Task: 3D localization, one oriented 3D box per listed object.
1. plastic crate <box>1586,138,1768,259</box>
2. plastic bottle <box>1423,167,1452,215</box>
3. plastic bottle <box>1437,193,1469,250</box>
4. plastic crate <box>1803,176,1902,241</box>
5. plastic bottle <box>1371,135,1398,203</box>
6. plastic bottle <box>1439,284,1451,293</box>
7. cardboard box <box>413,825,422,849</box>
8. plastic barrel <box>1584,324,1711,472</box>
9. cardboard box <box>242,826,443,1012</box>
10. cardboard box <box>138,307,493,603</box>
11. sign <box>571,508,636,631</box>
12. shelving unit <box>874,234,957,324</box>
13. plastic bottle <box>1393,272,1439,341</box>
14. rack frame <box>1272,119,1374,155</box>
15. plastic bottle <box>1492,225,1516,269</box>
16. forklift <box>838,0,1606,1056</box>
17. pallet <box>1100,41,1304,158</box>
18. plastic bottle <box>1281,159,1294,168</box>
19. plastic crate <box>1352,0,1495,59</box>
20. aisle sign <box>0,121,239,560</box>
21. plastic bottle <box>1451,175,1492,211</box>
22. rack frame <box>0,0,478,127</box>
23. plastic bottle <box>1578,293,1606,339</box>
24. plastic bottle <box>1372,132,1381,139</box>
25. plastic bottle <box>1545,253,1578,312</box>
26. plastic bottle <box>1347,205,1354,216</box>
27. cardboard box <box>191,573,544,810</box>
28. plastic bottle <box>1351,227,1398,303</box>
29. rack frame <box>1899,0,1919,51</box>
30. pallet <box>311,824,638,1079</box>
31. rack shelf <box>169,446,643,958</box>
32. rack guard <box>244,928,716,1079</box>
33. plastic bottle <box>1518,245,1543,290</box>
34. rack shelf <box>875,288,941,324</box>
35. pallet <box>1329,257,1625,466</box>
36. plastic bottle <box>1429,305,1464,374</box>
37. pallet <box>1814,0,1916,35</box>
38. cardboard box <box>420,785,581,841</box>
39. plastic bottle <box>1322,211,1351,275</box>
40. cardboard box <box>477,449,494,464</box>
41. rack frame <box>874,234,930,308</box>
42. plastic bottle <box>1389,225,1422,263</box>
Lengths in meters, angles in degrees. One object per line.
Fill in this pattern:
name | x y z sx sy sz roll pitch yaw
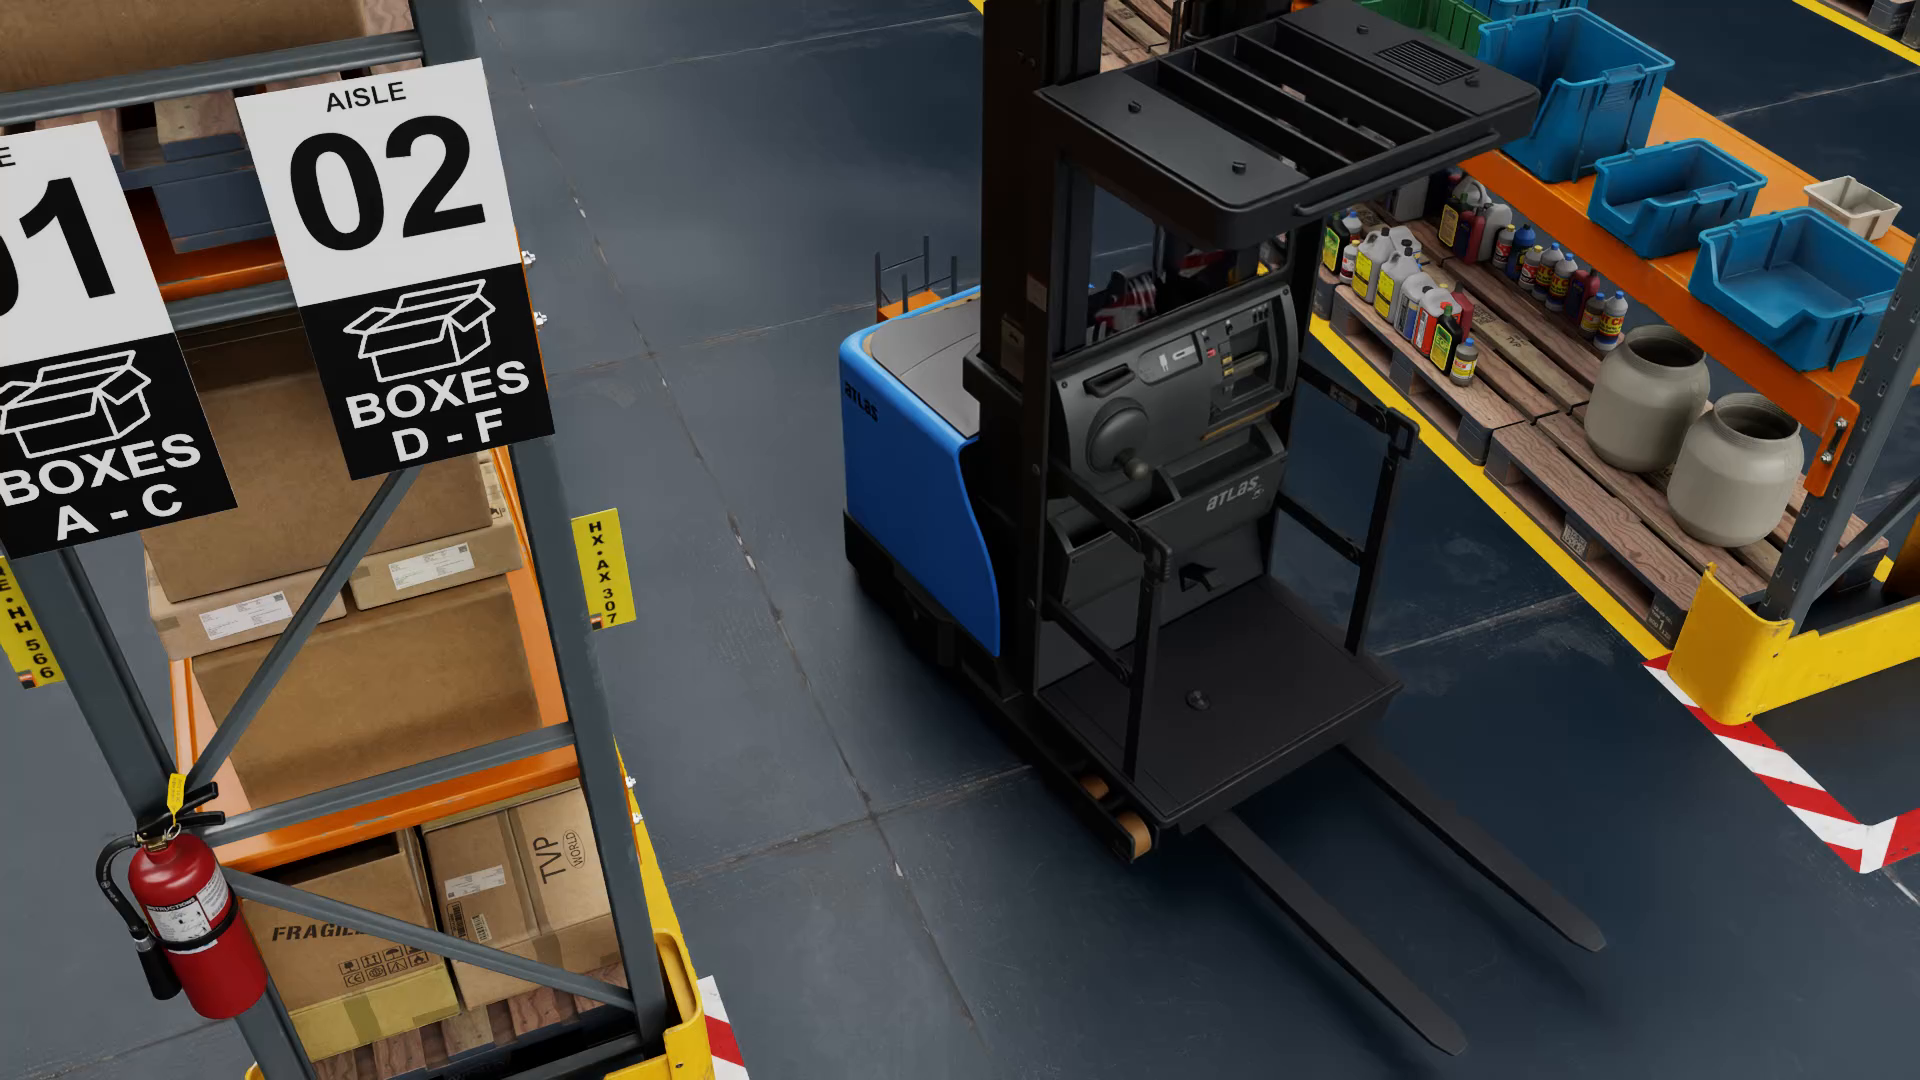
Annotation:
plastic crate | 2.572 -1.235 6.000 0.499 0.251 0.408 -15 43 -17
plastic bottle | 2.339 -1.813 8.252 0.144 0.351 0.185 -17 44 -19
plastic bottle | 2.378 -1.552 8.000 0.061 0.283 0.133 -15 43 -17
plastic crate | 3.238 -1.192 6.037 0.298 0.136 0.250 -15 43 -17
plastic bottle | 2.132 -1.892 8.344 0.144 0.351 0.185 -15 43 -17
plastic bottle | 2.159 -1.060 7.491 0.097 0.201 0.097 0 41 0
cardboard box | -1.975 0.897 5.193 0.500 0.250 0.500 -15 43 -17
plastic barrel | 2.769 -0.568 6.695 0.421 0.512 0.421 0 41 0
cardboard box | -1.775 0.911 4.601 0.500 0.500 0.500 -15 43 -17
cardboard box | -1.482 -0.285 3.709 0.700 0.500 0.500 -15 43 -17
sign | -0.780 0.068 3.646 0.100 0.325 0.005 -15 43 -17
shelving unit | -0.164 -0.599 6.526 0.258 1.200 0.189 -25 46 -26
plastic bottle | 2.051 -1.046 7.417 0.152 0.276 0.135 -16 43 -18
rack frame | 1.753 -3.082 8.033 1.000 3.000 0.127 -15 43 -17
plastic bottle | 2.591 -1.398 7.884 0.097 0.201 0.097 0 41 0
forklift | 0.804 -0.413 4.983 1.130 2.935 3.031 -25 46 -26
pallet | 1.416 -2.488 9.481 1.003 0.211 1.213 -15 43 -17
plastic bottle | 1.619 -1.727 8.209 0.152 0.276 0.135 -14 43 -15
plastic crate | 2.011 -2.113 7.070 0.450 0.188 0.662 -15 43 -17
aisle sign | -1.541 -0.312 2.818 0.394 0.787 0.004 -15 43 -17
plastic bottle | 2.462 -1.618 8.025 0.144 0.351 0.185 -15 43 -17
rack frame | -1.295 -1.714 1.841 1.000 3.000 0.127 -15 43 -17
plastic bottle | 2.838 -1.010 7.433 0.097 0.201 0.097 0 41 0
plastic bottle | 2.179 -2.047 8.639 0.097 0.201 0.097 0 41 0
plastic bottle | 2.746 -1.181 7.578 0.097 0.271 0.097 0 41 0
plastic bottle | 1.845 -1.567 8.027 0.097 0.271 0.097 0 41 0
cardboard box | -1.461 0.239 4.095 0.700 0.500 0.500 -15 43 -17
plastic bottle | 1.913 -1.285 7.638 0.144 0.351 0.185 -15 43 -17
rack frame | 6.329 -4.318 9.470 1.000 3.000 0.127 -15 43 -17
pallet | -1.626 1.168 5.230 1.003 0.211 1.213 -15 43 -17
rack shelf | -2.060 -0.371 5.432 1.077 0.370 4.000 -15 43 -17
rack guard | -1.285 1.523 4.595 1.175 0.500 0.348 -15 43 -17
plastic bottle | 2.670 -1.274 7.740 0.097 0.201 0.097 0 41 0
rack shelf | -0.164 -0.838 6.320 0.258 0.103 0.180 -25 46 -26
pallet | 2.442 -0.874 7.604 1.003 0.211 1.213 -15 43 -17
plastic bottle | 2.114 -0.872 7.209 0.061 0.283 0.133 -14 43 -16
pallet | 6.030 -3.729 10.924 1.003 0.211 1.213 -15 43 -17
cardboard box | -1.489 0.766 5.346 0.500 0.250 0.500 -15 43 -17
plastic bottle | 1.775 -1.405 7.830 0.061 0.283 0.133 -13 42 -15
cardboard box | -1.349 -0.171 4.074 0.380 0.149 0.250 -16 43 -18
rack frame | -0.216 -0.647 6.583 0.240 1.200 0.006 -25 46 -26
plastic bottle | 2.040 -1.309 7.723 0.152 0.276 0.135 -15 43 -17
